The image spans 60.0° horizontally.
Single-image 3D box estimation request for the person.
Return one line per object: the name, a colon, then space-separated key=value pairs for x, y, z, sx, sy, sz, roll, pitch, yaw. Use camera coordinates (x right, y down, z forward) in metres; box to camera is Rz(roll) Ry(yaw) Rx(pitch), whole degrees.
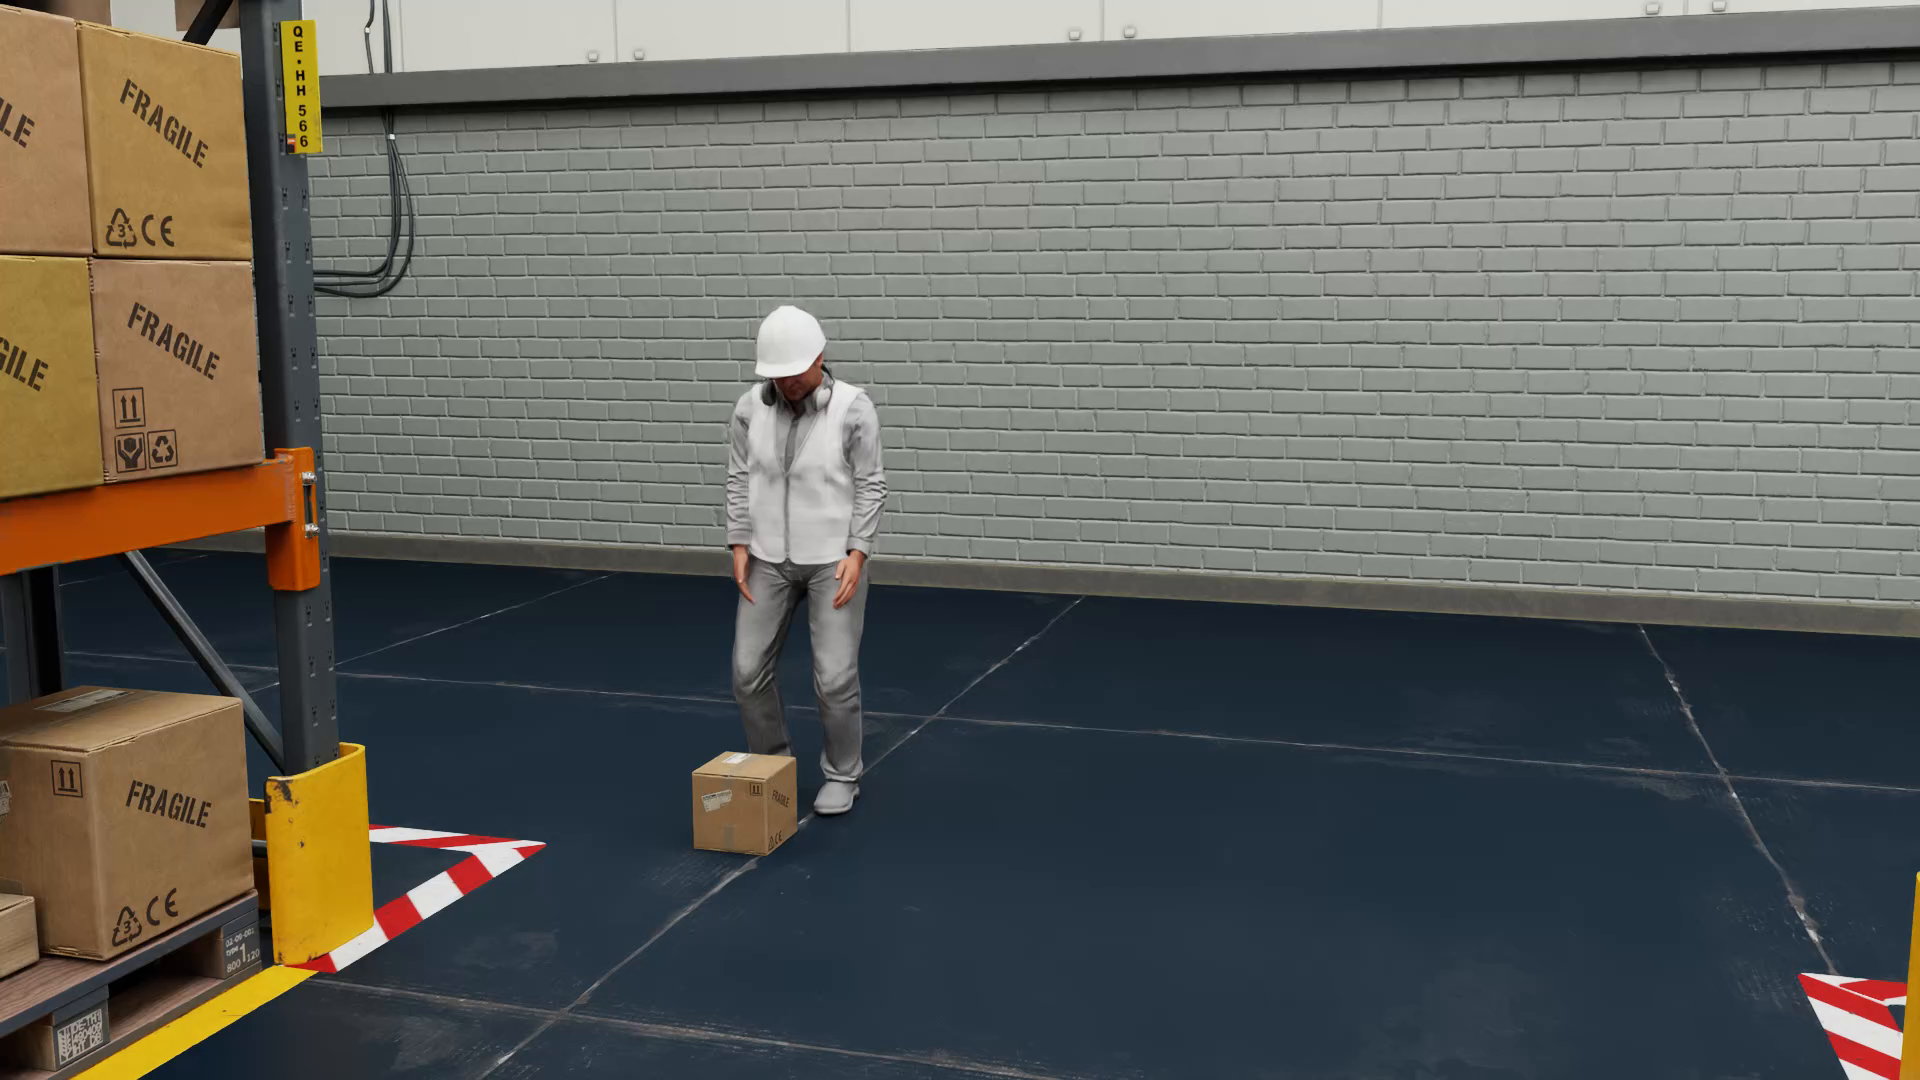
person: x=-0.515 y=0.067 z=5.584 sx=0.567 sy=1.695 sz=0.516 roll=3 pitch=9 yaw=18
